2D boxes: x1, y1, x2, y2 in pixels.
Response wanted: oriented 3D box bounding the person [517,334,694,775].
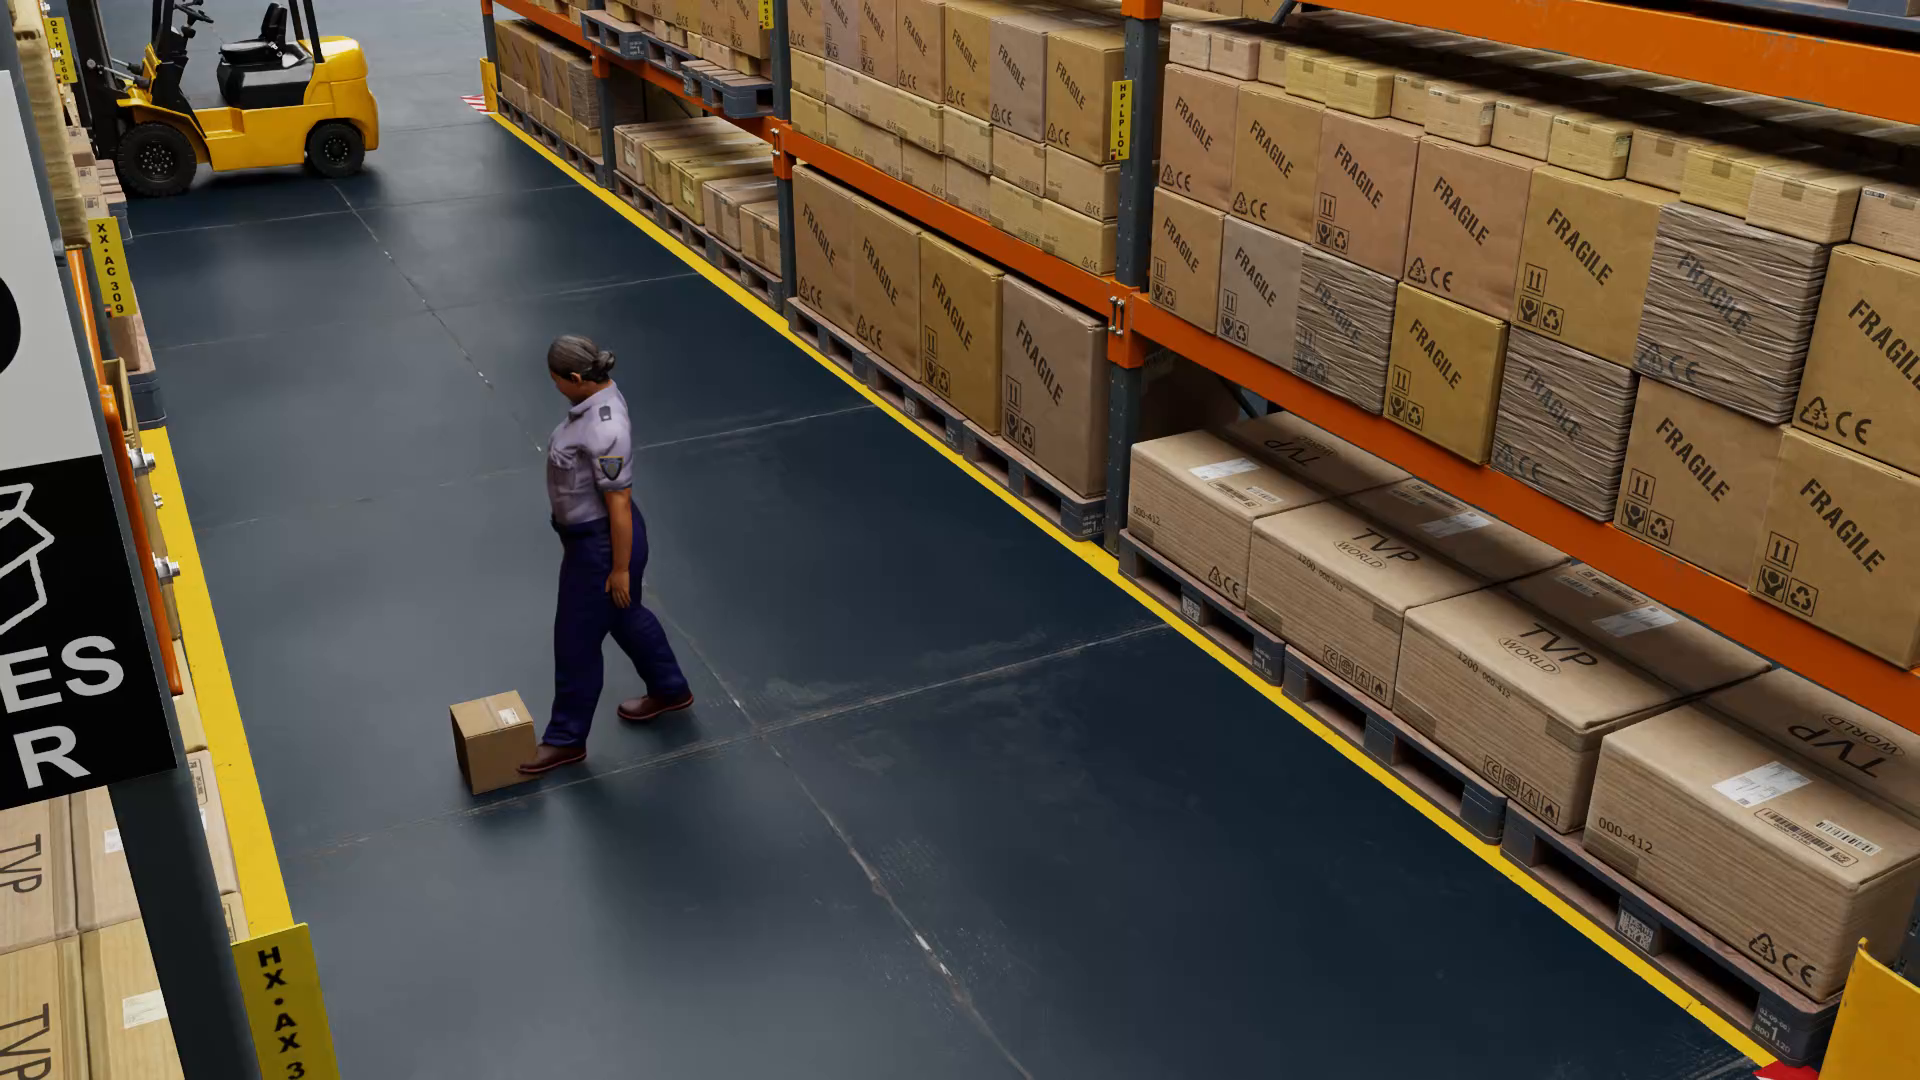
[{"bbox_3d":[-1.375,0.026,6.058,0.730,1.615,0.518,-7,27,-14],"label":"person"}]
